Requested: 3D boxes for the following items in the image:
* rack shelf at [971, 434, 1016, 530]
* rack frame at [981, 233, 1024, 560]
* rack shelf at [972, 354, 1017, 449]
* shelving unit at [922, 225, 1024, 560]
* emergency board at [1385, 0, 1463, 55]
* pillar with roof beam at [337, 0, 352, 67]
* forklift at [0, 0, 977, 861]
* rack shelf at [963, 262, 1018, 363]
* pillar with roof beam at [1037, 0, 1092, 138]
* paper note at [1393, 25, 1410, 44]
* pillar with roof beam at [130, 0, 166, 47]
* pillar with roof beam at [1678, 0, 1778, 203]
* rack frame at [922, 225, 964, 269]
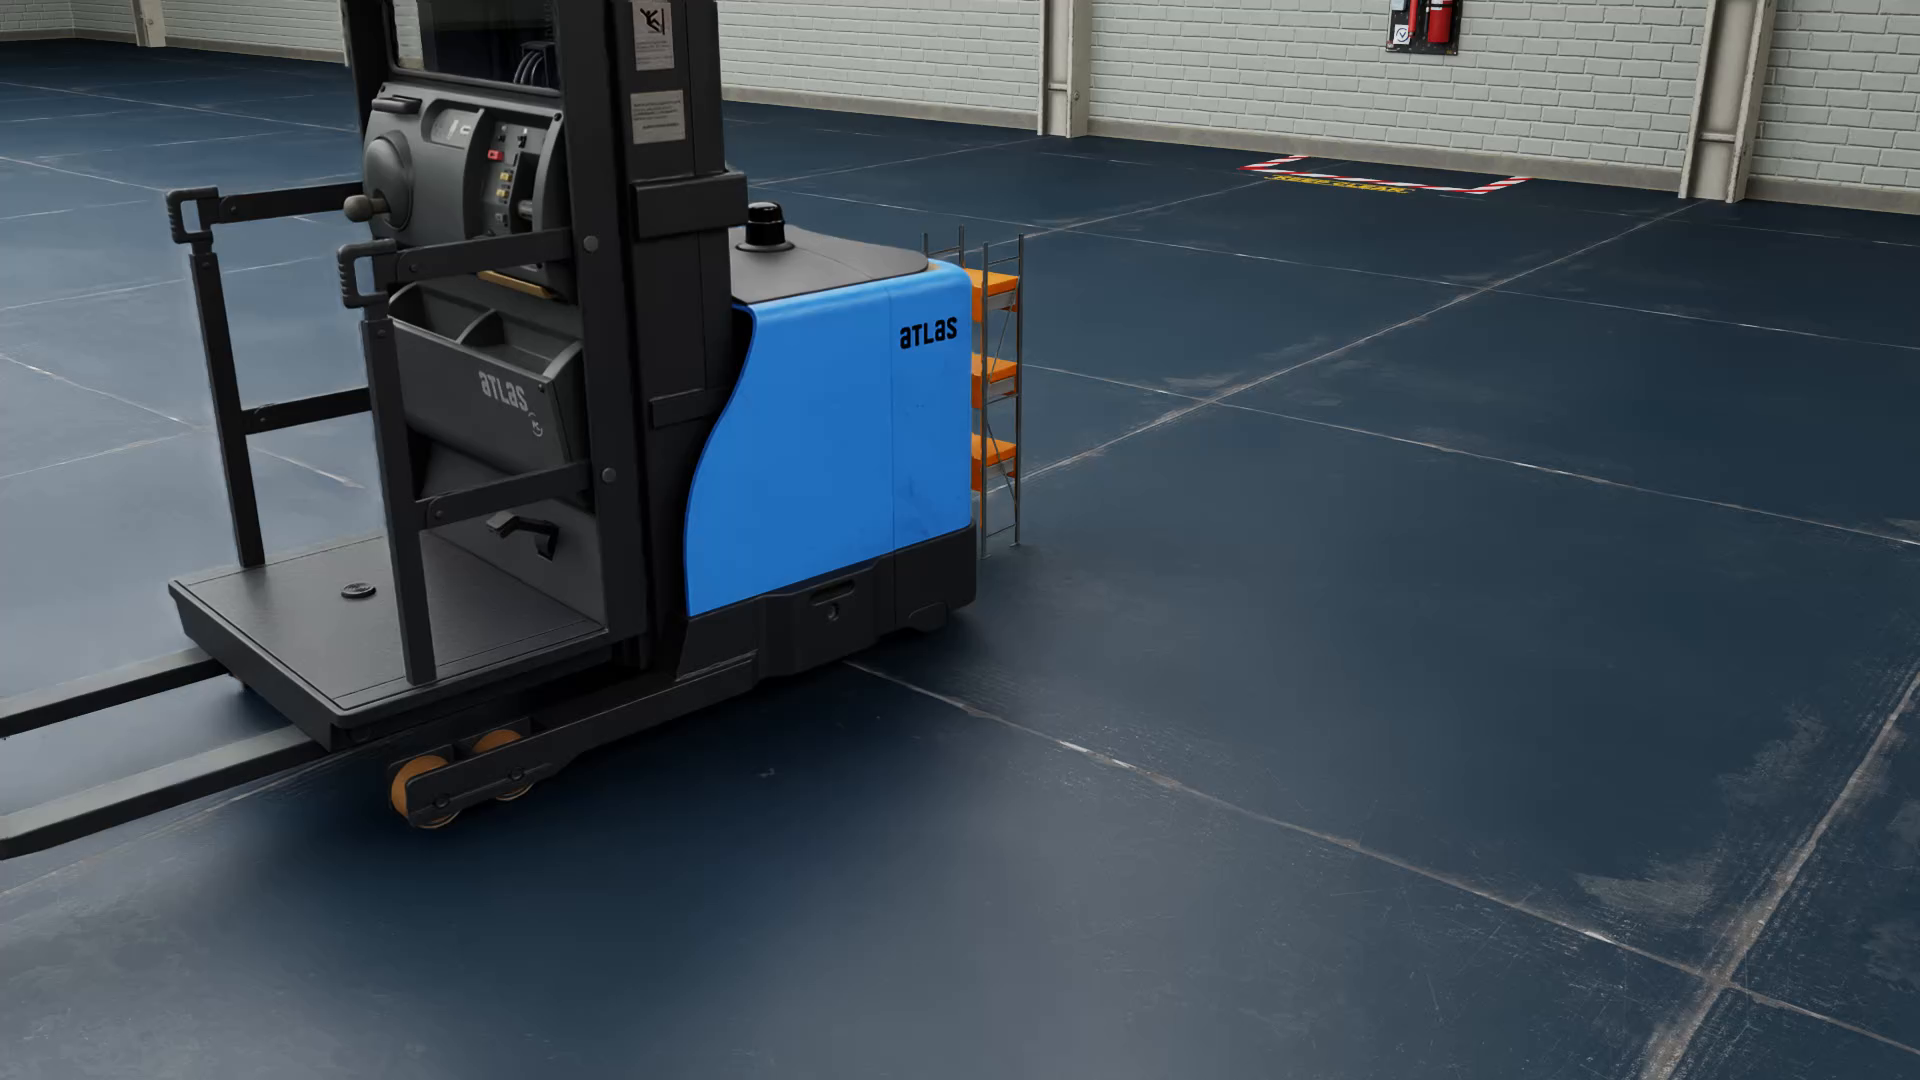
[{"bbox_3d":[0.041,-0.209,5.553,0.240,0.259,0.215,16,26,36],"label":"rack shelf"},{"bbox_3d":[0.136,-0.452,5.379,0.008,1.050,0.200,16,26,36],"label":"rack frame"},{"bbox_3d":[0.041,-0.469,5.455,0.240,0.259,0.215,16,26,36],"label":"rack shelf"},{"bbox_3d":[0.041,-0.479,5.451,0.252,1.050,0.215,16,26,36],"label":"shelving unit"},{"bbox_3d":[3.751,-4.535,13.443,0.643,1.169,0.194,16,26,36],"label":"emergency board"},{"bbox_3d":[-11.026,-9.619,18.423,0.400,9.000,9.100,16,26,36],"label":"pillar with roof beam"},{"bbox_3d":[-1.372,-0.905,3.914,3.031,2.935,1.130,-18,27,-40],"label":"forklift"},{"bbox_3d":[0.041,-0.735,5.355,0.240,0.259,0.215,16,26,36],"label":"rack shelf"},{"bbox_3d":[-1.729,-6.942,11.324,0.400,9.000,9.100,16,26,36],"label":"pillar with roof beam"},{"bbox_3d":[3.658,-4.181,13.753,0.142,0.148,0.016,16,26,36],"label":"paper note"},{"bbox_3d":[-15.674,-10.958,21.973,0.400,9.000,9.100,16,26,36],"label":"pillar with roof beam"},{"bbox_3d":[2.919,-5.603,7.774,0.400,9.000,9.100,16,26,36],"label":"pillar with roof beam"},{"bbox_3d":[-0.053,-0.507,5.523,0.008,1.050,0.200,16,26,36],"label":"rack frame"}]
